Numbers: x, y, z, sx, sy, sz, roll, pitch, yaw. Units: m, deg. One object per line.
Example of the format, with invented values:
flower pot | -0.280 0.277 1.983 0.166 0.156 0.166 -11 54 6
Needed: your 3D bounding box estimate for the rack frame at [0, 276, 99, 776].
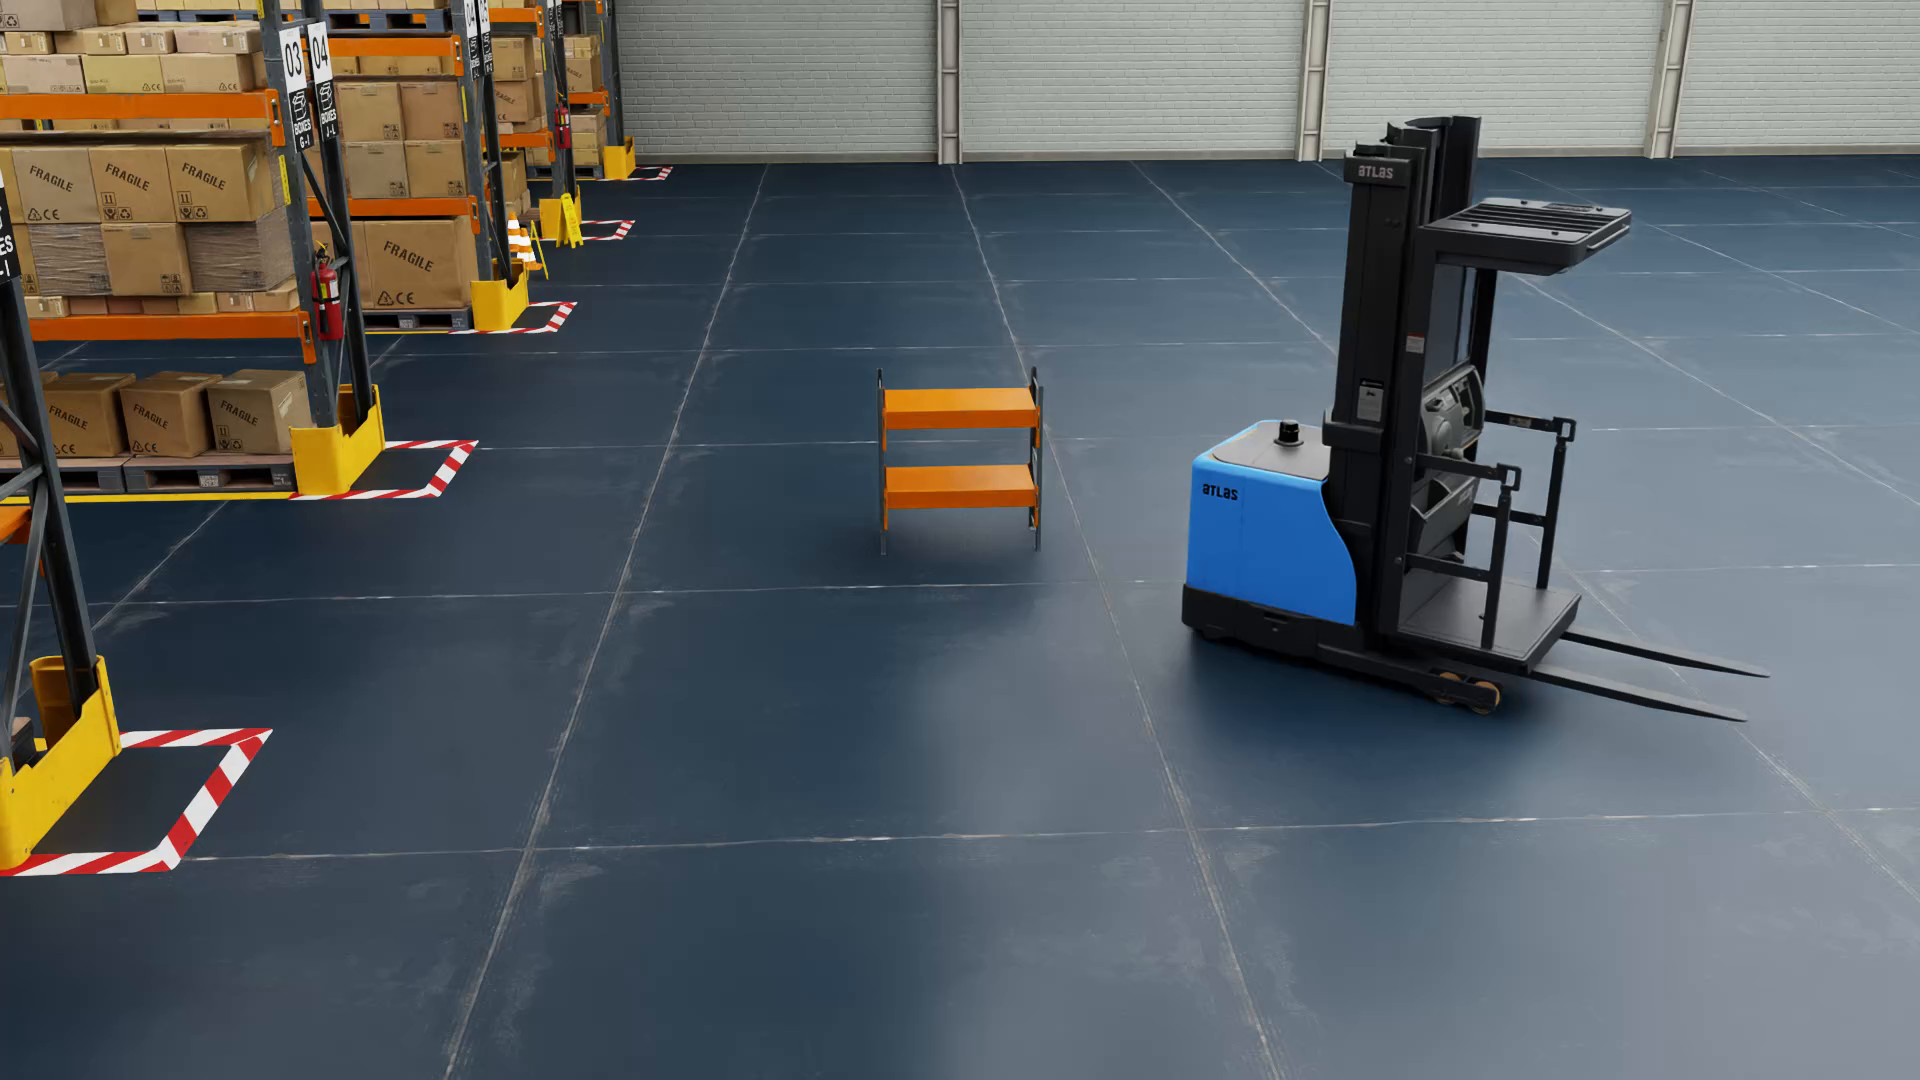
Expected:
rack frame | -4.277 -0.173 7.361 0.127 3.000 1.000 -1 21 -3

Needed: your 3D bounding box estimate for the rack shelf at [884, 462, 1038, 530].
rack shelf | -0.007 -0.297 11.007 1.000 0.278 0.538 -1 21 -3

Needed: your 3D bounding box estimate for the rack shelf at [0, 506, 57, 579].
rack shelf | -6.274 0.203 7.382 4.000 0.370 1.077 -1 21 -3

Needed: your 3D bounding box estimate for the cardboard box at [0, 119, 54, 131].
cardboard box | -9.231 -4.117 16.174 0.500 0.500 0.700 -2 21 -4

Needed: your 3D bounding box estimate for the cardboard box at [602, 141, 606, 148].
cardboard box | -5.914 -6.187 26.430 0.500 0.250 0.500 -1 21 -3

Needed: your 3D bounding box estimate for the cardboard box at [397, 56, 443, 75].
cardboard box | -6.632 -5.964 20.605 0.500 0.500 0.700 -1 21 -4

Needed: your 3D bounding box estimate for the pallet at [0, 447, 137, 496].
pallet | -6.664 -0.600 12.401 1.213 0.211 1.003 -1 21 -3

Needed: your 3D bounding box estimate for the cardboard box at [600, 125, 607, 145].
cardboard box | -5.894 -6.425 26.354 0.500 0.250 0.500 -1 21 -2

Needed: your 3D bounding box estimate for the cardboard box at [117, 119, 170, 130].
cardboard box | -7.822 -4.238 16.308 0.550 0.550 0.875 -1 21 -3

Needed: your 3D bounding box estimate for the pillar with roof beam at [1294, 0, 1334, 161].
pillar with roof beam | 6.067 -9.040 22.219 0.400 9.000 9.100 -1 21 -3

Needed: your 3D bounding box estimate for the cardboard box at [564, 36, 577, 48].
cardboard box | -6.002 -7.607 25.415 0.250 0.149 0.380 -1 21 -3

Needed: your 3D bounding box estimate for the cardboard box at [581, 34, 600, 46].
cardboard box | -5.760 -7.774 25.855 0.250 0.149 0.380 -2 21 -4

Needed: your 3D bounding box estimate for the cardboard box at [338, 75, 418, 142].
cardboard box | -5.658 -4.234 16.297 0.550 0.550 0.875 -1 21 -3

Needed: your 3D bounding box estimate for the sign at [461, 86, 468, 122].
sign | -4.725 -4.156 15.860 0.005 0.325 0.100 -1 21 -3

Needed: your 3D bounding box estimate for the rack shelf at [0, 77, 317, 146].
rack shelf | -6.556 -2.958 11.469 4.000 0.370 1.077 -1 21 -3

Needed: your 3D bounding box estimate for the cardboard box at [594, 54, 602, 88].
cardboard box | -5.923 -7.352 26.074 0.500 0.500 0.500 0 21 -1

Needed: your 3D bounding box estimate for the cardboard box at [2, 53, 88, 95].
cardboard box | -6.037 -3.146 11.163 0.500 0.250 0.500 -1 21 -2

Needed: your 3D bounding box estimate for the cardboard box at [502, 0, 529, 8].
cardboard box | -5.465 -6.631 20.459 0.250 0.149 0.380 -1 21 -3

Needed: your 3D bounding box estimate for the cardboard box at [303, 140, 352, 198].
cardboard box | -6.224 -3.758 16.564 0.550 0.550 0.875 -1 21 -3

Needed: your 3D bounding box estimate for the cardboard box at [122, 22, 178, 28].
cardboard box | -5.633 -3.527 11.605 0.250 0.149 0.380 0 21 -1

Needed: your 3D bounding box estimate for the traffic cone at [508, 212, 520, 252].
traffic cone | -5.481 -3.801 20.453 0.334 0.463 0.336 -1 21 -3

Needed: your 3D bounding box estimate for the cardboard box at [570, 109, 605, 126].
cardboard box | -5.903 -6.652 26.247 0.500 0.250 0.500 -1 21 -4

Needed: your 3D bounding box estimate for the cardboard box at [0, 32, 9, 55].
cardboard box | -6.395 -3.321 11.064 0.250 0.149 0.380 -2 21 -6

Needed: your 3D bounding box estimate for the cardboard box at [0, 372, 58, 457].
cardboard box | -6.965 -0.928 12.267 0.500 0.500 0.500 -3 21 -8

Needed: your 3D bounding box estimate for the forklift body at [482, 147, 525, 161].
forklift body | -7.201 -6.133 24.207 1.214 2.155 2.313 -1 21 -3

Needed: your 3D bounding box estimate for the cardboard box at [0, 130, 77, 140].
cardboard box | -6.622 -2.641 11.878 0.500 0.500 0.500 -1 21 -3

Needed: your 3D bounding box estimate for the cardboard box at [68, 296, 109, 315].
cardboard box | -6.079 -1.705 11.737 0.250 0.149 0.380 -1 21 -3

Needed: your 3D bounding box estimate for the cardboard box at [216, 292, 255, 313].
cardboard box | -5.082 -1.731 11.806 0.250 0.149 0.380 -1 21 -3

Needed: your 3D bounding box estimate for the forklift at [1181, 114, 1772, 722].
forklift | 2.795 -0.673 8.768 3.031 2.935 1.130 14 25 32

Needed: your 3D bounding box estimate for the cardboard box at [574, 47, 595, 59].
cardboard box | -5.742 -7.460 25.446 0.250 0.149 0.380 -1 21 -2

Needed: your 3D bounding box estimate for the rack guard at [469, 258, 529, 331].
rack guard | -4.718 -2.529 17.061 0.348 0.500 1.175 -1 21 -3

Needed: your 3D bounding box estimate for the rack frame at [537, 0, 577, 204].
rack frame | -5.125 -5.453 21.228 0.127 3.000 1.000 -1 21 -3

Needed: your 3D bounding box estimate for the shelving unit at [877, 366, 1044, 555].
shelving unit | -0.007 -0.526 10.920 1.048 1.125 0.538 -1 21 -3

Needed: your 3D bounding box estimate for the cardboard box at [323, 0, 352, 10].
cardboard box | -5.815 -5.082 15.660 0.250 0.149 0.380 -1 21 -3

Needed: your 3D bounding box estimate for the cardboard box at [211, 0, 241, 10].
cardboard box | -6.834 -5.061 15.604 0.250 0.149 0.380 -1 21 -2

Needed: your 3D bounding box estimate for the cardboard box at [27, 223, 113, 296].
cardboard box | -6.104 -2.070 11.782 0.500 0.500 0.875 -1 21 -3

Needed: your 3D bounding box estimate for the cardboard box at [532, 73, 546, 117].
cardboard box | -5.614 -5.728 21.391 0.500 0.500 0.500 -1 21 -4

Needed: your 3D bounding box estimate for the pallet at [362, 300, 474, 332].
pallet | -5.536 -2.350 16.996 1.213 0.211 1.003 -1 21 -3

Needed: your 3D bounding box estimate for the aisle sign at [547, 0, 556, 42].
aisle sign | -5.047 -6.566 20.498 0.004 0.787 0.394 -1 21 -3

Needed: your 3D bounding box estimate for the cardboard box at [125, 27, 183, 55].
cardboard box | -5.352 -3.326 11.077 0.250 0.149 0.380 -2 21 -5

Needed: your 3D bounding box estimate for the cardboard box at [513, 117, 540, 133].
cardboard box | -5.486 -5.252 21.053 0.250 0.149 0.380 0 21 -1

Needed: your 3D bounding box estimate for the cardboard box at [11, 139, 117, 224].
cardboard box | -6.093 -2.465 11.417 0.500 0.500 0.500 -1 21 -3

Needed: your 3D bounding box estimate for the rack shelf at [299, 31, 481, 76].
rack shelf | -6.738 -4.722 16.103 4.000 0.370 1.077 -1 21 -3

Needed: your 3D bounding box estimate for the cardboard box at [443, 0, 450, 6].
cardboard box | -5.102 -5.331 16.314 0.250 0.149 0.380 -1 21 -3

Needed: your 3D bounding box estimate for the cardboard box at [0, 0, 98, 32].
cardboard box | -6.093 -3.633 10.970 0.500 0.500 0.500 -1 21 -3

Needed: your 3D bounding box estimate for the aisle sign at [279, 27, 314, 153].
aisle sign | -4.481 -3.042 11.243 0.004 0.787 0.394 -1 21 -3
